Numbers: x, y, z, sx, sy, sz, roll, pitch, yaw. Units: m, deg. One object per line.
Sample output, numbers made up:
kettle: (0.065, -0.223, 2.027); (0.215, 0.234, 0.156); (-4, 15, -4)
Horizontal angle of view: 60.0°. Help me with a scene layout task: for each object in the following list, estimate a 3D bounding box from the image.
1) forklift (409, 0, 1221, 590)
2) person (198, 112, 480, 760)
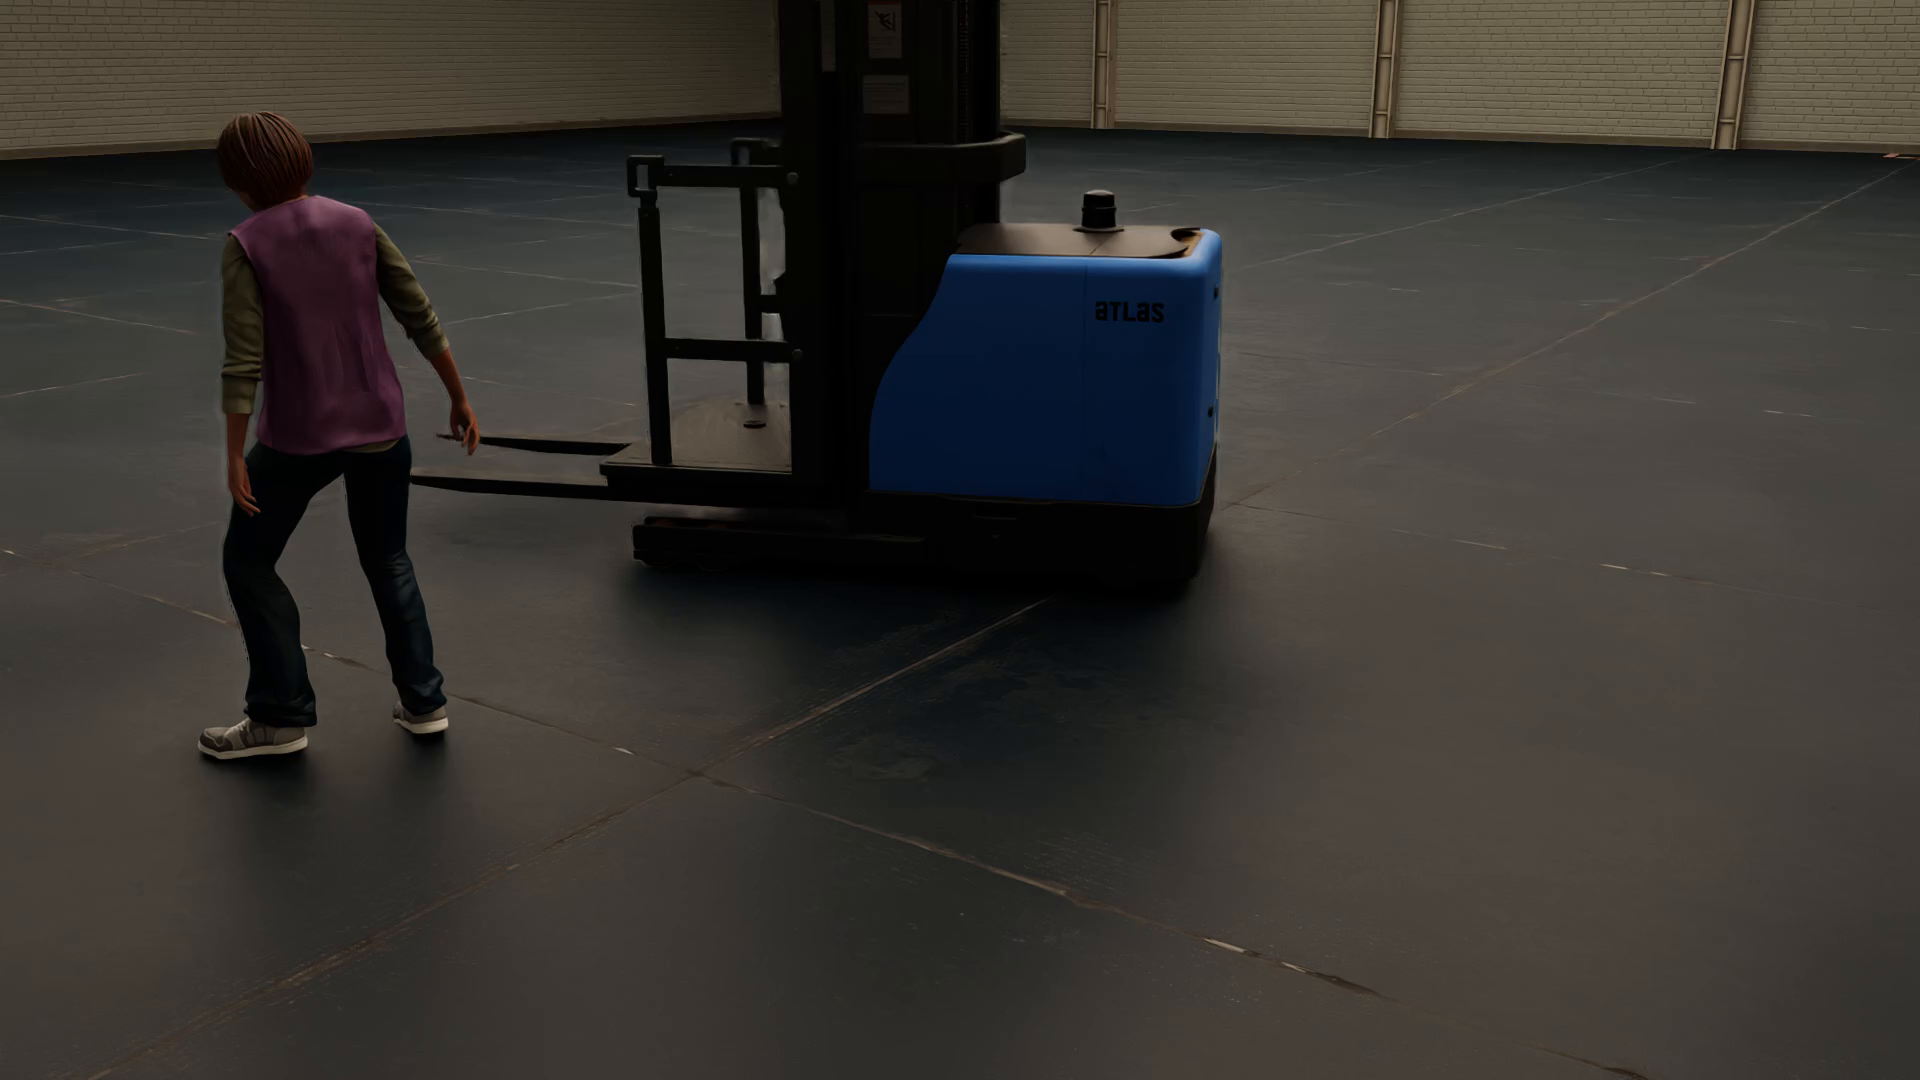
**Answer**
forklift: (-0.634, -1.438, 5.641); (3.031, 2.935, 1.130); (3, 17, 11)
person: (-1.547, -0.183, 4.092); (0.733, 1.451, 0.402); (-14, 22, -39)
